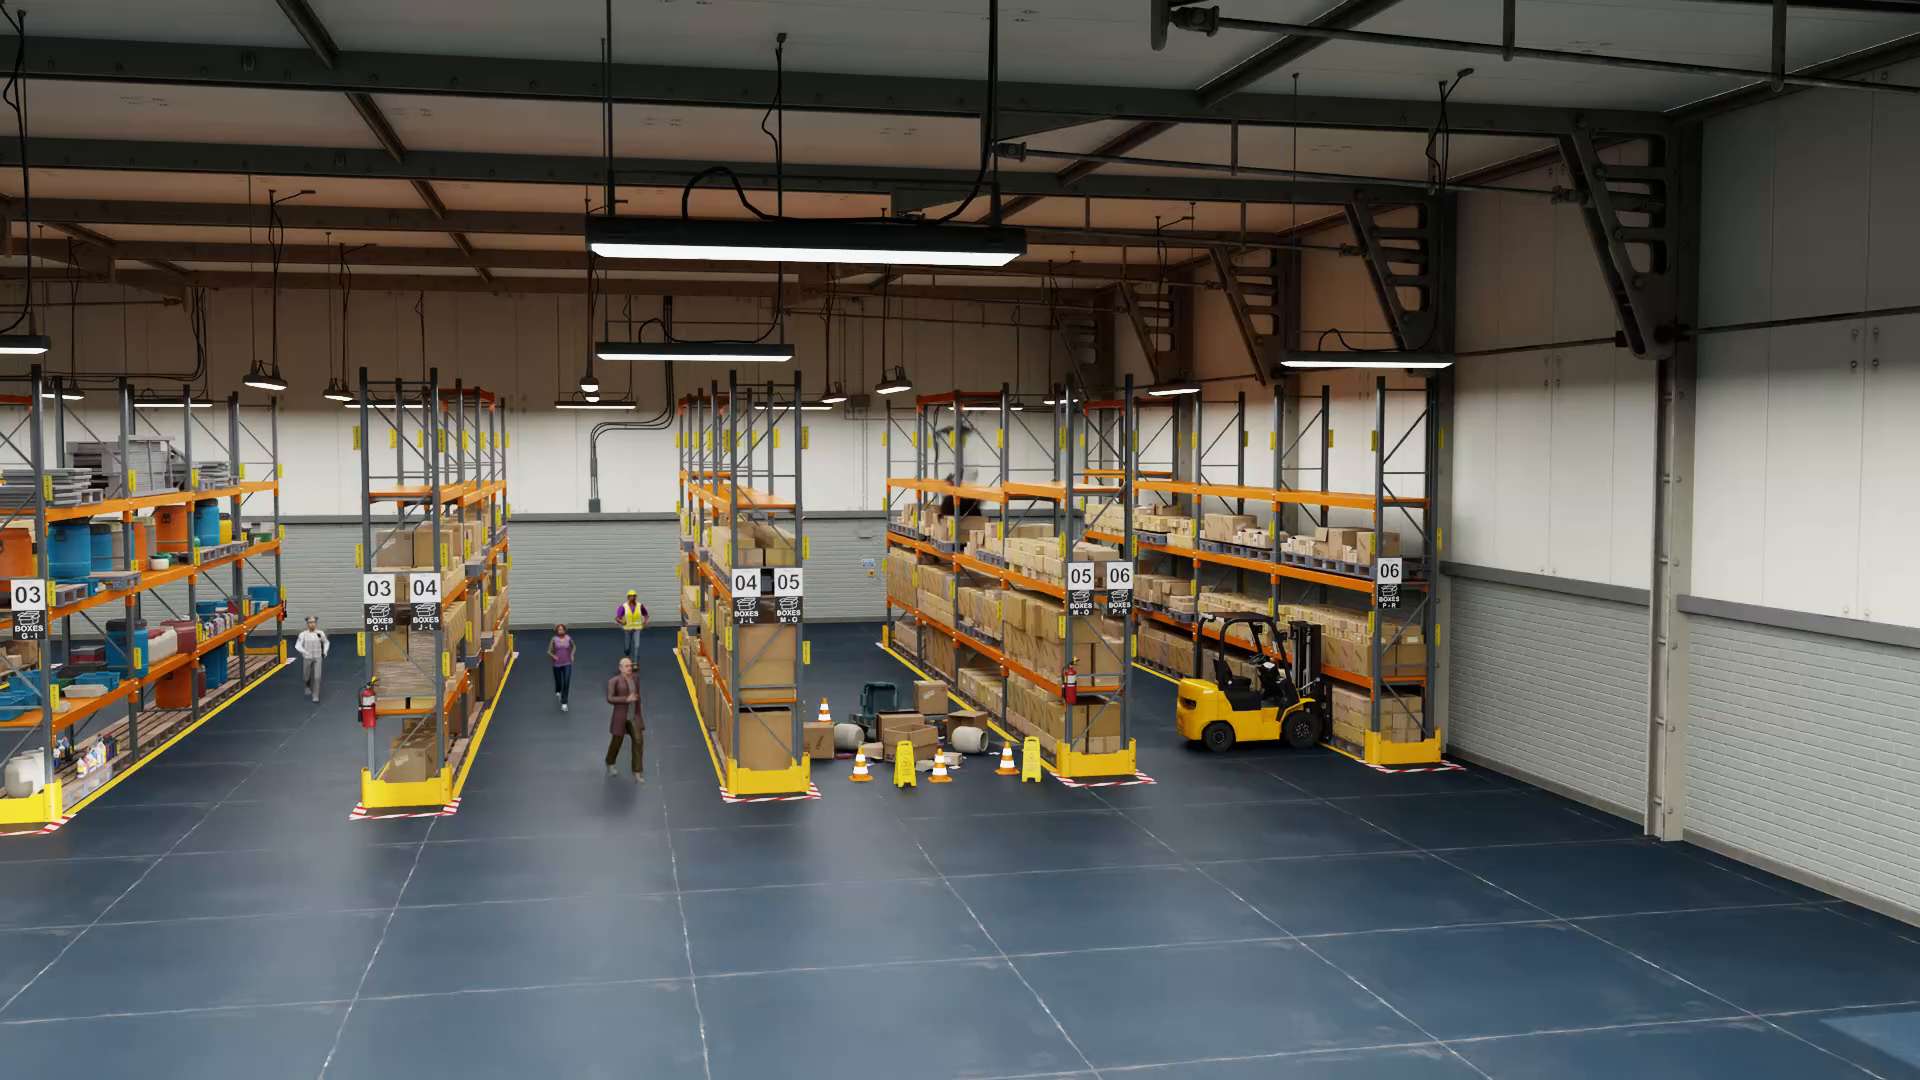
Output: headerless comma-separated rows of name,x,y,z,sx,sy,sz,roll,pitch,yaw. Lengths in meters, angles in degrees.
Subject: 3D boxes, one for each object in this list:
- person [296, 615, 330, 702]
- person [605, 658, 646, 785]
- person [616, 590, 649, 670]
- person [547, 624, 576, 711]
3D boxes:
person,-12.437,2.268,31.986,0.625,1.654,0.724,-2,4,-24
person,-4.940,2.637,24.462,0.680,1.822,0.976,-3,4,-39
person,-7.183,1.967,36.508,0.714,1.733,0.791,-1,4,-16
person,-7.452,2.359,31.124,0.538,1.599,0.848,-1,4,-18
